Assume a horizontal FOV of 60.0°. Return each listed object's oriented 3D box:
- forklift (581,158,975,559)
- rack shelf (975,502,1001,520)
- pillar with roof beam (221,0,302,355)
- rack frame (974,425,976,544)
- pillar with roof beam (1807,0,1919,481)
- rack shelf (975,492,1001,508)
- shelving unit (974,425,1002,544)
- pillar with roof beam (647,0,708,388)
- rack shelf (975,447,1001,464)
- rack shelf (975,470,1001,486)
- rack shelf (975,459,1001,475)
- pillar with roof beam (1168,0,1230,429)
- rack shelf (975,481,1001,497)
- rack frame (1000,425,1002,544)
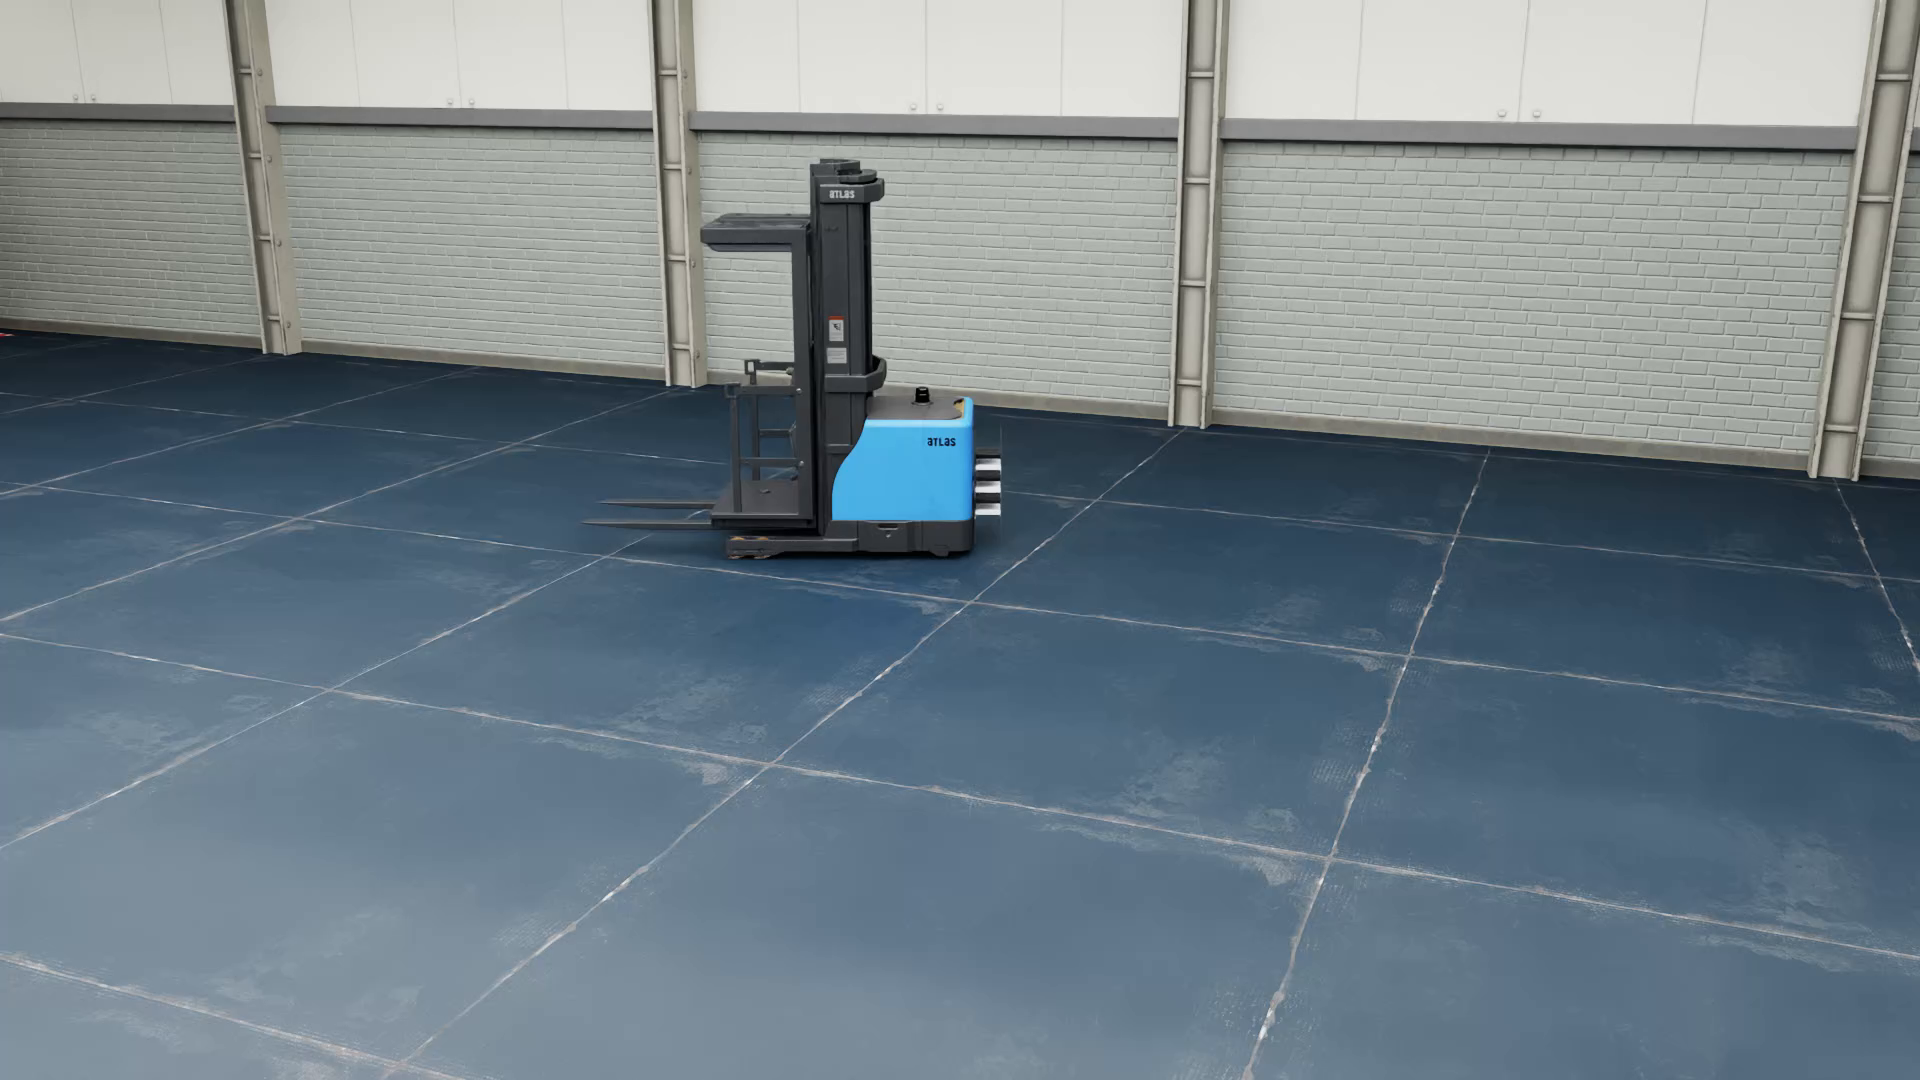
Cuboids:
[{"bbox_3d":[-1.406,-1.408,12.766,3.031,2.935,1.130,0,16,1],"label":"forklift"},{"bbox_3d":[0.221,-0.232,13.123,0.200,0.077,0.258,0,16,1],"label":"rack shelf"},{"bbox_3d":[-10.348,-5.636,16.448,0.400,9.000,9.100,6,17,21],"label":"pillar with roof beam"},{"bbox_3d":[0.119,-0.437,13.066,0.006,0.900,0.240,0,16,1],"label":"rack frame"},{"bbox_3d":[6.397,-3.795,10.105,0.400,9.000,9.100,6,17,21],"label":"pillar with roof beam"},{"bbox_3d":[0.221,-0.318,13.098,0.200,0.077,0.258,0,16,1],"label":"rack shelf"},{"bbox_3d":[0.221,-0.437,13.064,0.210,0.900,0.258,0,16,1],"label":"shelving unit"},{"bbox_3d":[-4.766,-5.023,14.334,0.400,9.000,9.100,6,17,21],"label":"pillar with roof beam"},{"bbox_3d":[0.221,-0.664,12.998,0.200,0.077,0.258,0,16,1],"label":"rack shelf"},{"bbox_3d":[0.221,-0.491,13.048,0.200,0.077,0.258,0,16,1],"label":"rack shelf"},{"bbox_3d":[0.221,-0.577,13.023,0.200,0.077,0.258,0,16,1],"label":"rack shelf"},{"bbox_3d":[0.815,-4.409,12.220,0.400,9.000,9.100,6,17,21],"label":"pillar with roof beam"},{"bbox_3d":[0.221,-0.405,13.073,0.200,0.077,0.258,0,16,1],"label":"rack shelf"},{"bbox_3d":[0.323,-0.436,13.061,0.006,0.900,0.240,0,16,1],"label":"rack frame"}]
